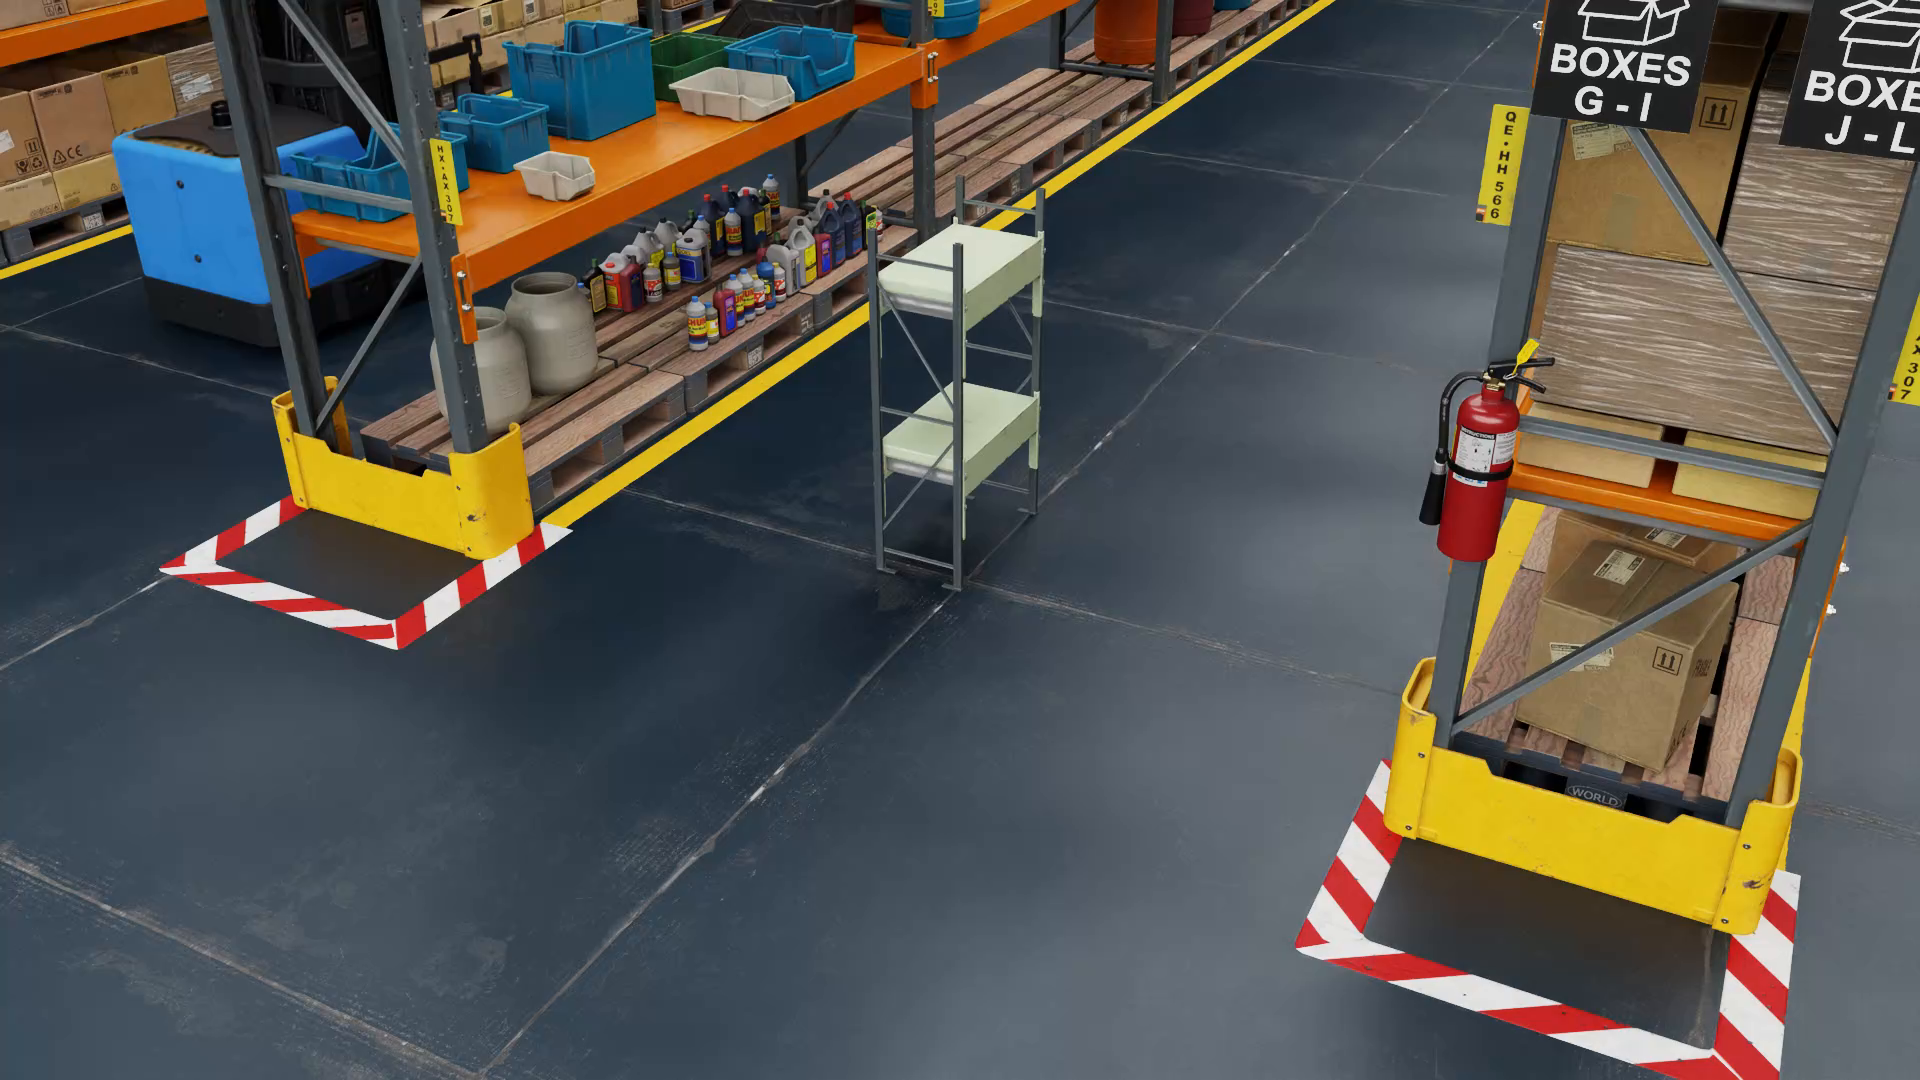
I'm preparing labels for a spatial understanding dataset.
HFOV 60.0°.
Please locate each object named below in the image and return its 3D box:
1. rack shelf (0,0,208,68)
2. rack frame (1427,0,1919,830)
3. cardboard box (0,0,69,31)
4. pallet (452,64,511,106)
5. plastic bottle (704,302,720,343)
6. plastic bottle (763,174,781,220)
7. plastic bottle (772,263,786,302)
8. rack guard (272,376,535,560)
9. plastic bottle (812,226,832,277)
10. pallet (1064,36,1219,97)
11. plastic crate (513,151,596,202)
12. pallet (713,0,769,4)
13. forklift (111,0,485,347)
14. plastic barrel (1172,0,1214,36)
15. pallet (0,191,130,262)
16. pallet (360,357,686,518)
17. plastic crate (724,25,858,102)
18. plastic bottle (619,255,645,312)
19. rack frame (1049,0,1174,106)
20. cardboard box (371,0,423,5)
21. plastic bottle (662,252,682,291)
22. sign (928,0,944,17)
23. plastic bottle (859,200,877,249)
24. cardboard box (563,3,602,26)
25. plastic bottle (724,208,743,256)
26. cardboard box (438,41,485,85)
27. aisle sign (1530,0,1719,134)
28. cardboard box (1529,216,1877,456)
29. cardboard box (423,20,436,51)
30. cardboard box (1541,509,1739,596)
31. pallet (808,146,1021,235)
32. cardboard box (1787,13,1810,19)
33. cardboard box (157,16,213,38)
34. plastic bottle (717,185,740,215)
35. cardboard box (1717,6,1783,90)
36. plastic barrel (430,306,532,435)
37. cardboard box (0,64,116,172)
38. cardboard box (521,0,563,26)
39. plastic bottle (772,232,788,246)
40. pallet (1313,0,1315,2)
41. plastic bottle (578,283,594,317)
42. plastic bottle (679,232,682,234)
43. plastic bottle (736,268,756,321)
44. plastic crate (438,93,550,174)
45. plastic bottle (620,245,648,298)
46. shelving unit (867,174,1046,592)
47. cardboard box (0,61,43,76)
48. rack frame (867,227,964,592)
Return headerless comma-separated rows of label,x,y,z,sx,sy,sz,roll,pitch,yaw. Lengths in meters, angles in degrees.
rack shelf,-5.940,-3.069,10.305,1.077,0.370,4.000,14,33,23
rack frame,1.965,-0.245,4.665,1.000,3.000,0.127,14,33,23
cardboard box,-5.925,-3.429,10.108,0.700,0.500,0.500,15,33,25
pallet,-4.174,-3.937,13.893,1.003,0.211,1.213,14,33,23
plastic bottle,-1.293,-1.125,8.566,0.097,0.201,0.097,0,30,0
plastic bottle,-1.157,-2.108,10.207,0.097,0.271,0.097,0,30,0
plastic bottle,-1.000,-1.411,9.063,0.097,0.201,0.097,0,30,0
rack guard,-2.451,-0.329,7.321,1.175,0.500,0.348,14,33,23
plastic bottle,-0.783,-1.637,9.375,0.061,0.283,0.133,17,34,27
pallet,1.523,-4.065,14.117,1.003,0.211,1.213,14,33,23
plastic crate,-1.750,-1.578,7.251,0.298,0.136,0.250,14,33,23
pallet,-2.277,-5.693,16.951,1.003,0.211,1.213,14,33,23
forklift,-3.382,-3.007,9.543,1.130,2.935,3.031,15,33,25
plastic barrel,1.923,-4.773,14.550,0.600,0.588,0.708,14,33,23
pallet,-5.984,-2.172,10.821,1.003,0.211,1.213,14,33,23
pallet,-2.076,-0.563,8.018,1.003,0.211,1.213,14,33,23
plastic crate,-0.884,-2.526,8.785,0.499,0.251,0.616,14,33,23
plastic bottle,-1.763,-1.377,8.922,0.061,0.283,0.133,14,33,23
rack frame,1.201,-4.915,12.798,1.000,3.000,0.127,14,33,23
cardboard box,-4.639,-4.198,13.324,0.500,0.311,0.500,14,33,23
plastic bottle,-1.596,-1.493,9.206,0.097,0.201,0.097,0,30,0
sign,-0.137,-3.133,9.415,0.100,0.325,0.005,14,33,23
plastic bottle,-0.547,-1.867,9.775,0.061,0.283,0.133,16,34,26
cardboard box,-3.461,-4.513,14.436,0.500,0.250,0.500,14,33,23
plastic bottle,-1.317,-1.794,9.661,0.097,0.271,0.097,0,30,0
cardboard box,-4.158,-3.836,13.258,0.500,0.250,0.500,13,32,22
aisle sign,1.670,-1.413,4.088,0.394,0.787,0.004,14,33,23
cardboard box,2.240,-0.655,4.980,0.875,0.500,0.500,14,33,23
cardboard box,-4.387,-3.848,12.715,0.500,0.311,0.500,14,33,23
cardboard box,2.507,0.111,6.133,0.500,0.500,0.500,24,38,36
pallet,-0.298,-2.290,11.026,1.003,0.211,1.213,14,33,23
cardboard box,2.919,-1.475,5.404,0.500,0.500,0.500,14,33,23
cardboard box,-5.519,-3.448,11.828,0.500,0.500,0.500,14,33,23
plastic bottle,-1.359,-1.921,9.801,0.144,0.351,0.185,15,33,25
cardboard box,2.449,-1.595,5.613,0.500,0.500,0.500,14,33,23
plastic barrel,-2.212,-0.781,7.675,0.421,0.512,0.421,0,30,0
cardboard box,-5.724,-2.661,10.458,0.500,0.500,0.500,14,33,23
cardboard box,-3.690,-4.531,13.904,0.500,0.311,0.500,14,33,23
plastic bottle,-0.996,-1.588,9.289,0.061,0.283,0.133,14,33,23
pallet,3.323,-5.814,17.163,1.003,0.211,1.213,14,33,23
plastic bottle,-1.997,-1.260,8.800,0.097,0.201,0.097,0,30,0
plastic bottle,-1.594,-1.652,9.483,0.097,0.201,0.097,0,30,0
plastic bottle,-1.139,-1.306,8.810,0.097,0.271,0.097,0,30,0
plastic crate,-2.181,-1.881,7.662,0.499,0.251,0.408,14,33,23
plastic bottle,-1.795,-1.459,9.072,0.152,0.276,0.135,13,32,22
shelving unit,-0.003,-0.647,6.871,0.431,1.500,0.755,14,33,23
cardboard box,-6.201,-2.782,10.670,0.500,0.500,0.500,14,33,23
rack frame,-0.170,-0.485,6.589,0.400,1.500,0.023,14,33,23
